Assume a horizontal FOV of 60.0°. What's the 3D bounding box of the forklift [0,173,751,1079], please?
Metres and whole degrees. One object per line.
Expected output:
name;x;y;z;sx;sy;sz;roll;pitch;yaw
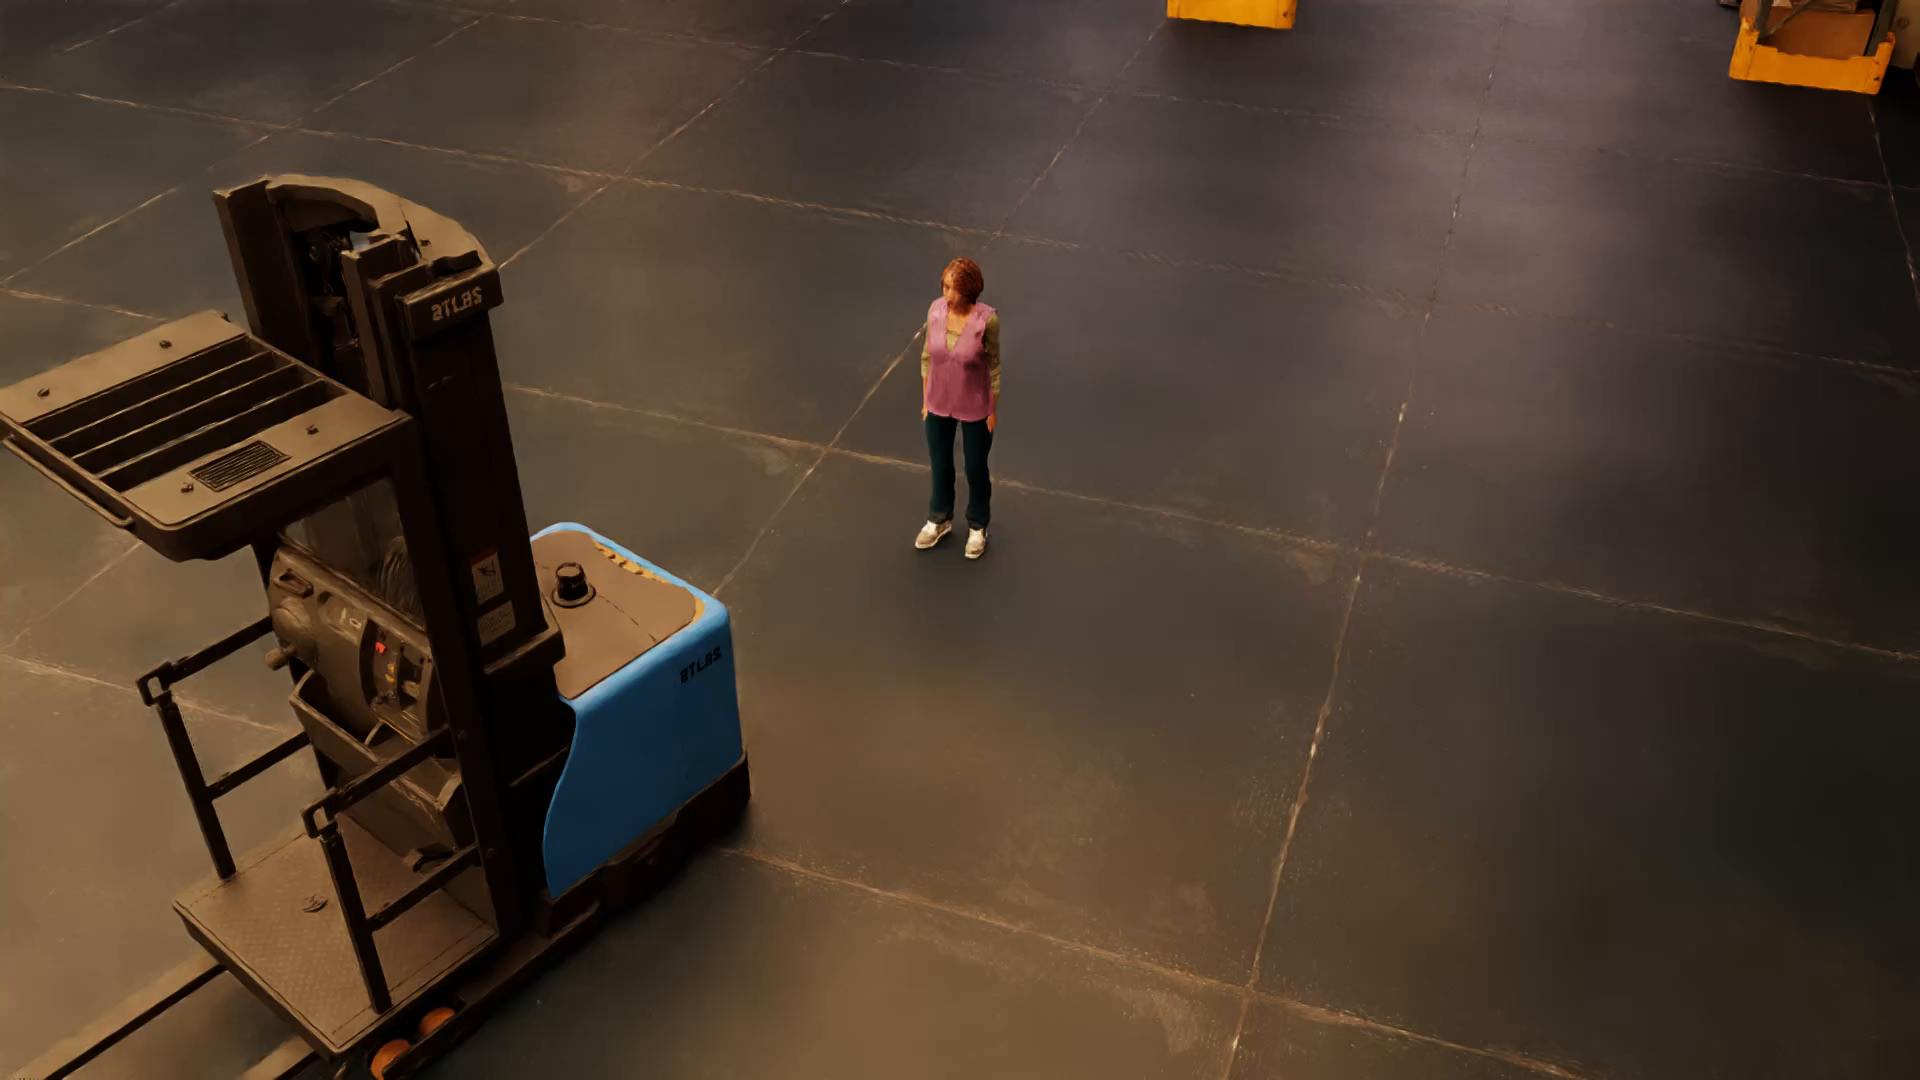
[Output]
forklift;-2.205;0.415;5.525;1.130;2.935;3.031;25;43;31

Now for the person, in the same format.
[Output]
person;-0.003;-0.648;8.175;0.405;1.604;0.311;12;37;16
